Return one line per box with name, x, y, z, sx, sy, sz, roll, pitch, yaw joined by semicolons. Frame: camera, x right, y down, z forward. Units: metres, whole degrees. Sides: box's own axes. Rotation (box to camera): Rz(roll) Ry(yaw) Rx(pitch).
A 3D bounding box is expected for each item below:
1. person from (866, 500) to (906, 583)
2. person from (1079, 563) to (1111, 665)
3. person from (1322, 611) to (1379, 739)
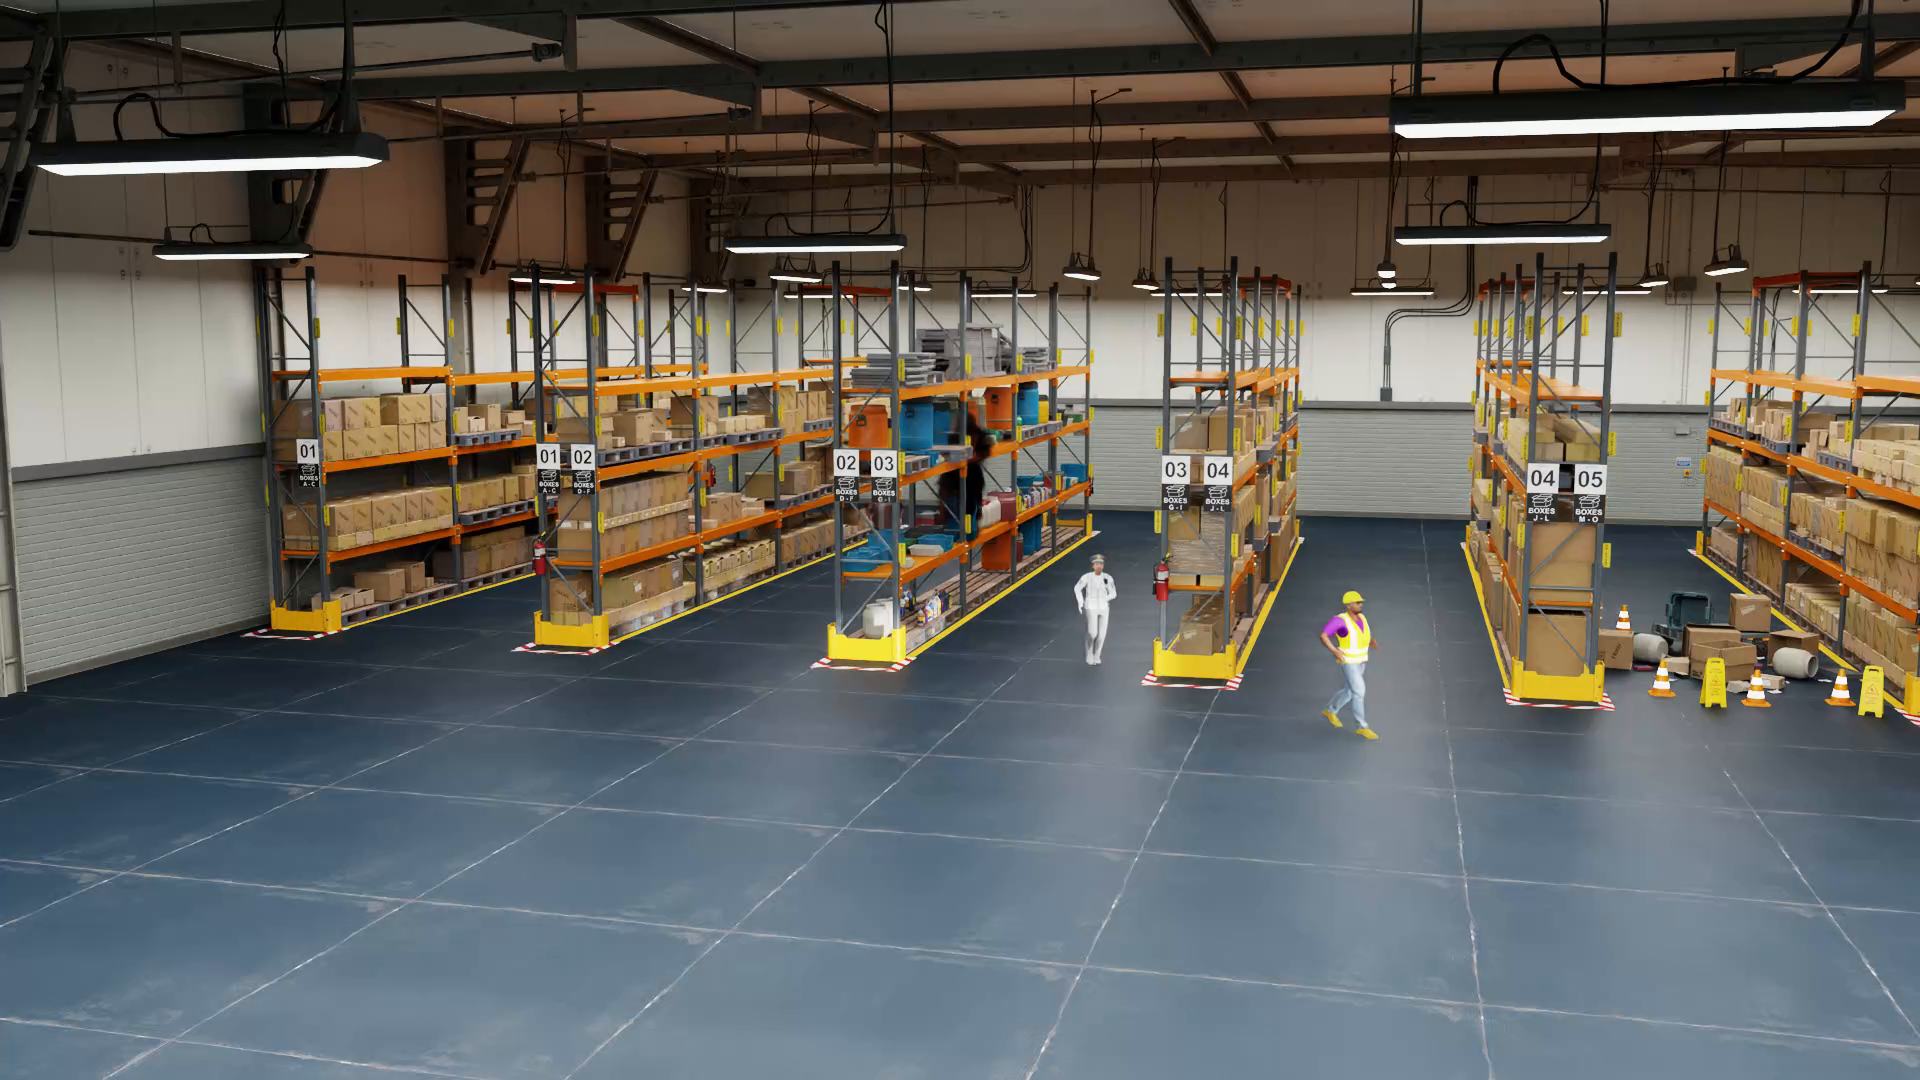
person;-1.449;-0.044;31.558;0.719;1.585;0.997;2;8;18
person;2.000;1.058;24.603;0.473;1.612;0.595;-1;7;-6
person;4.825;1.634;20.511;0.670;1.512;0.879;-7;10;-42
